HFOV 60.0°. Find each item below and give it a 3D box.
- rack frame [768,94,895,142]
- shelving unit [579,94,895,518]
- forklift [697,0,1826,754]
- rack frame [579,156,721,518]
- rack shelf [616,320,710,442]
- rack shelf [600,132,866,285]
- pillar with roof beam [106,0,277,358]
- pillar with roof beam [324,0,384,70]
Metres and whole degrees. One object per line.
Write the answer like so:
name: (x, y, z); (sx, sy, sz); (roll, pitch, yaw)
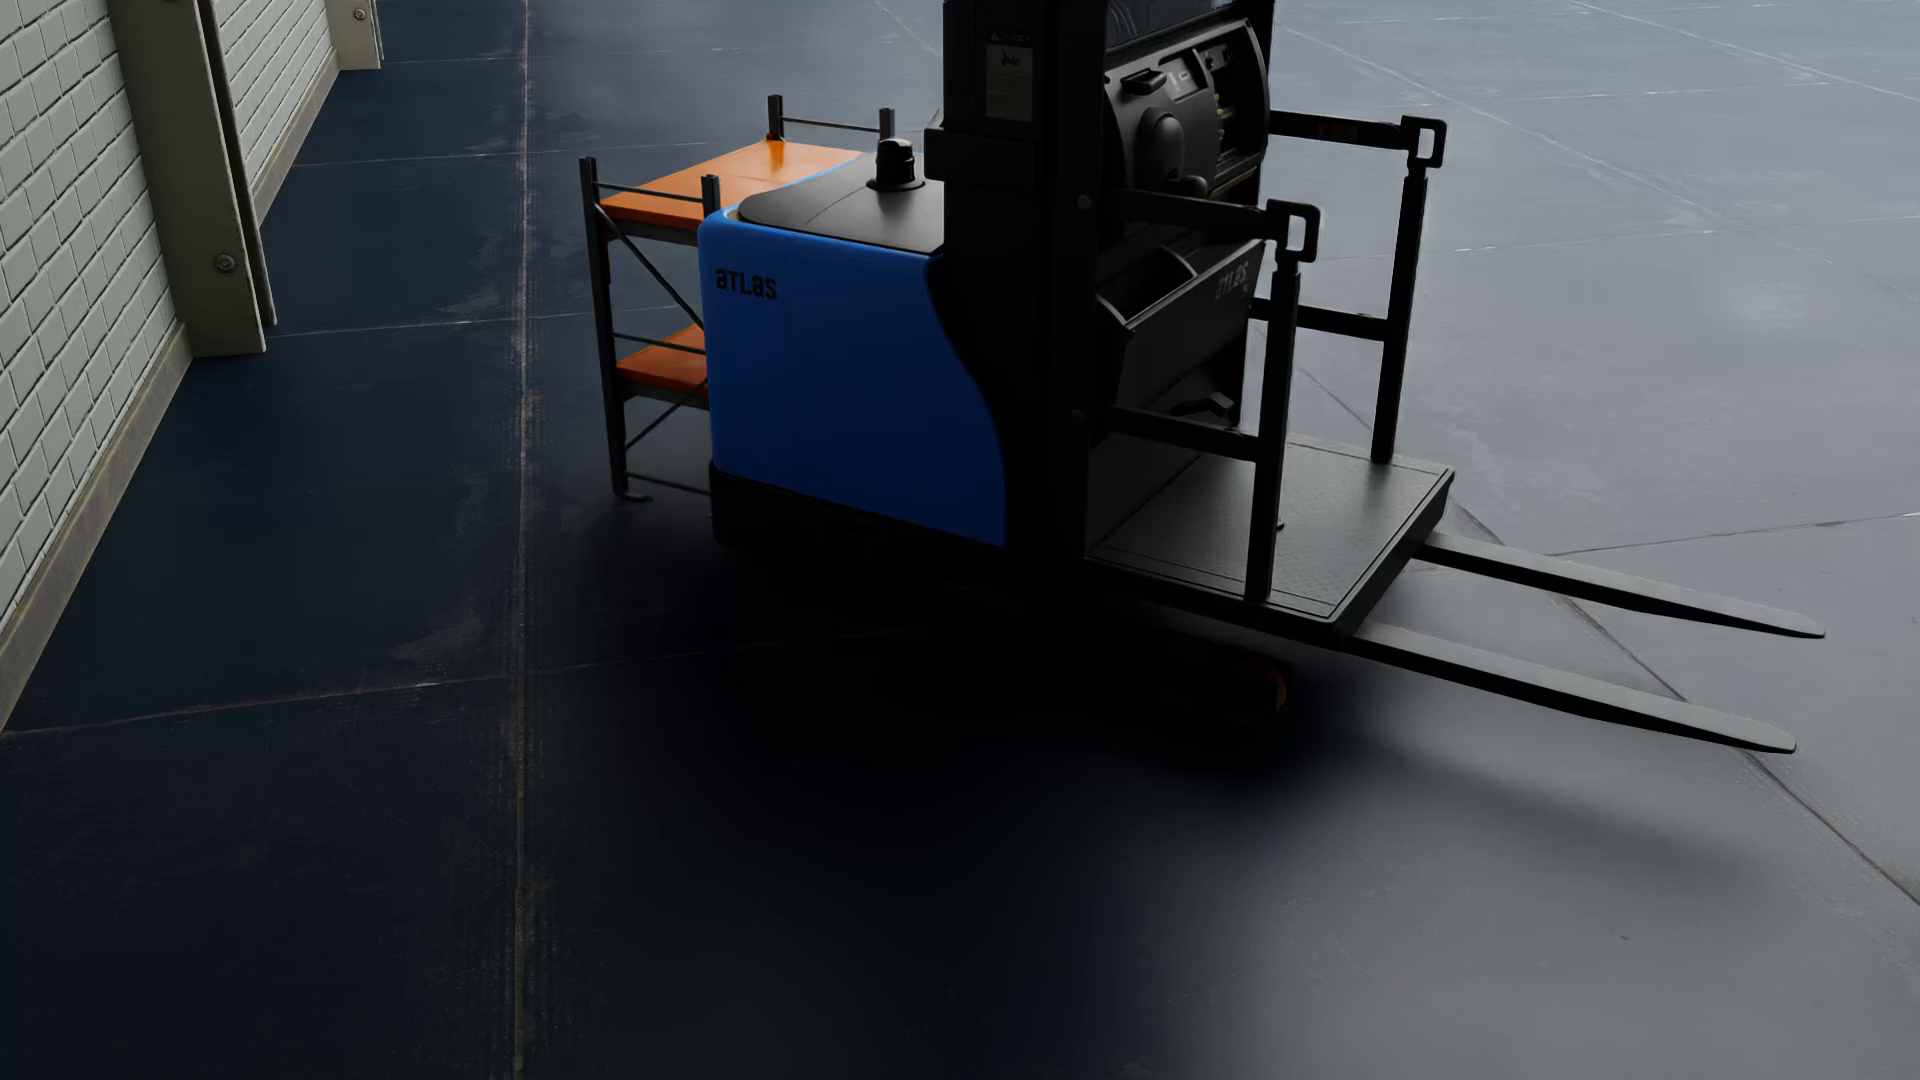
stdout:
rack frame: (-0.450, -1.015, 6.012); (0.500, 1.125, 0.032); (14, 30, 25)
shelving unit: (-0.691, -0.813, 5.612); (0.538, 1.125, 1.048); (14, 30, 25)
forklift: (0.771, -1.102, 4.181); (3.031, 2.935, 1.130); (15, 30, 27)
rack frame: (-0.932, -0.611, 5.213); (0.500, 1.125, 0.032); (14, 30, 25)
rack shelf: (-0.691, -0.595, 5.722); (0.538, 0.278, 1.000); (14, 30, 25)
rack shelf: (-0.692, -1.075, 5.480); (0.538, 0.278, 1.000); (14, 30, 25)
pillar with roof beam: (1.170, -5.288, 5.740); (9.100, 9.000, 0.400); (-6, 27, -12)
pillar with roof beam: (-0.182, -7.922, 10.958); (9.100, 9.000, 0.400); (-6, 27, -12)
